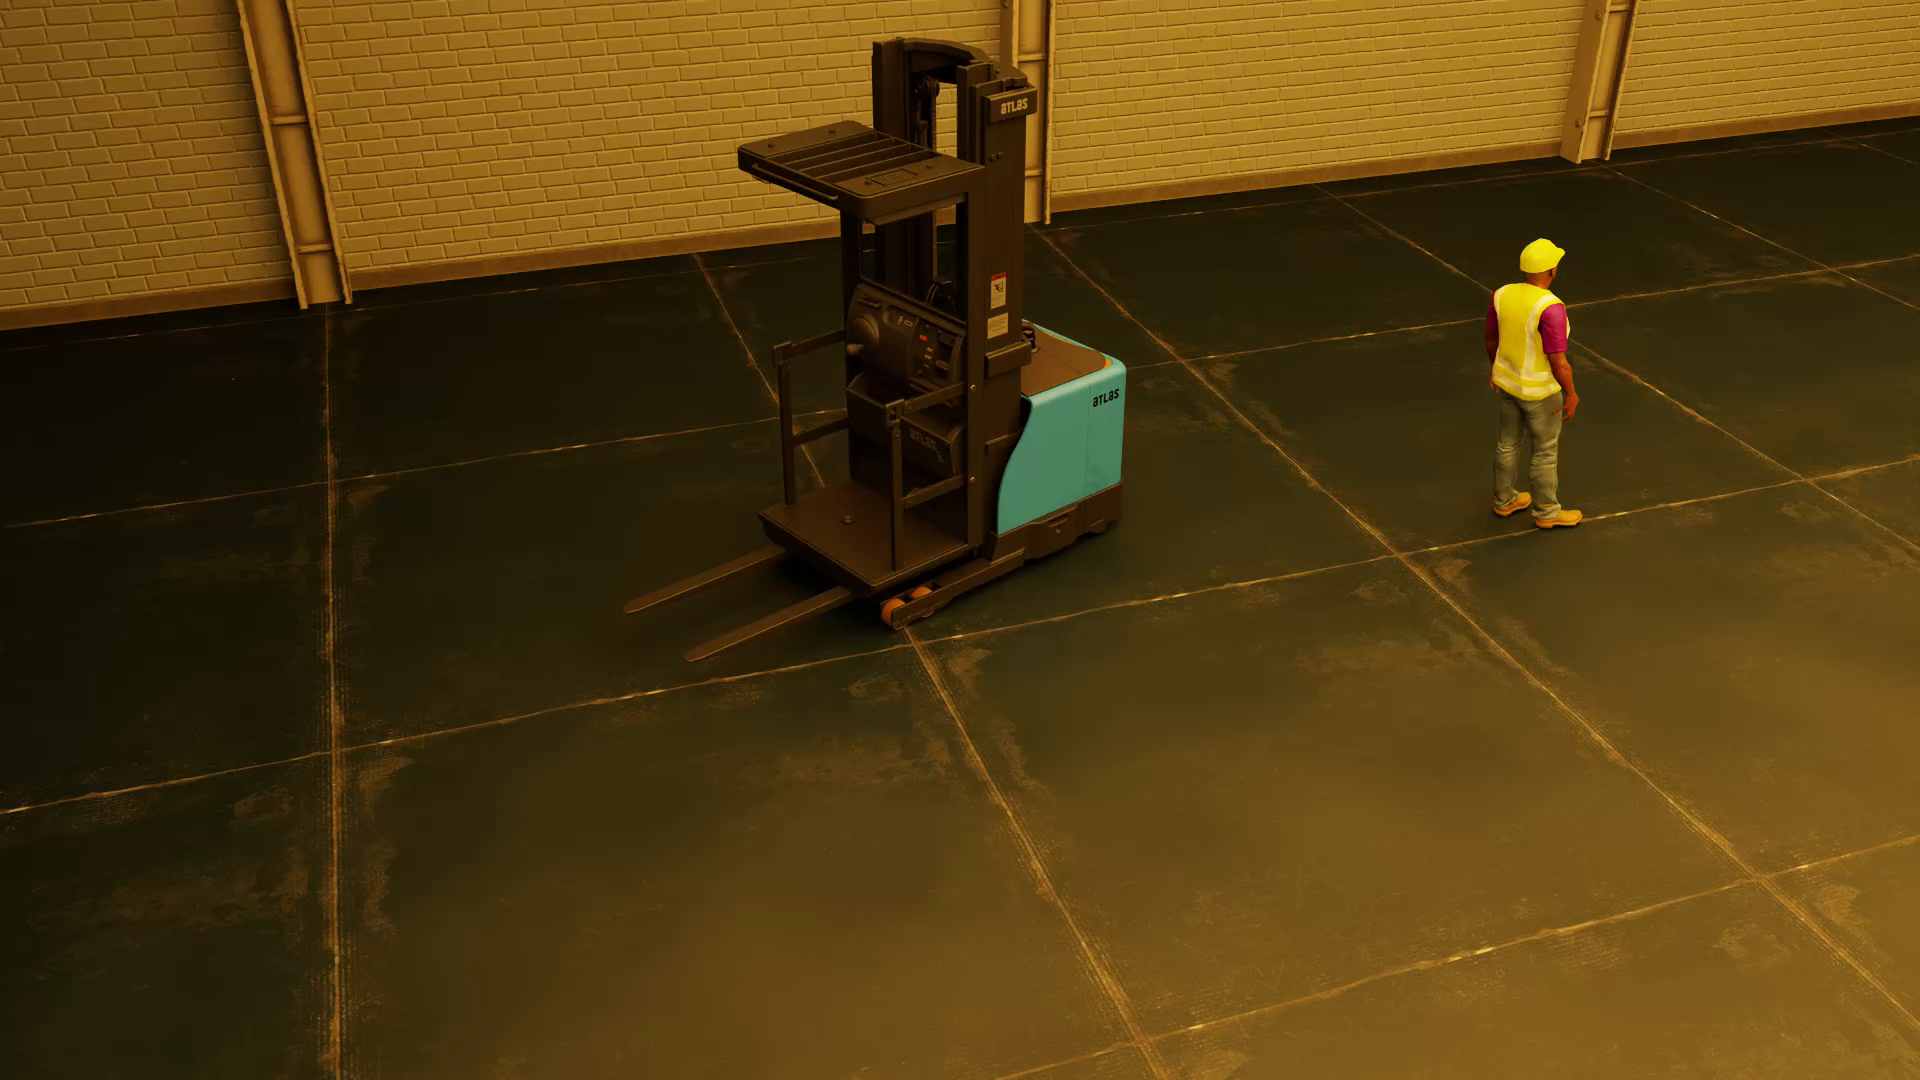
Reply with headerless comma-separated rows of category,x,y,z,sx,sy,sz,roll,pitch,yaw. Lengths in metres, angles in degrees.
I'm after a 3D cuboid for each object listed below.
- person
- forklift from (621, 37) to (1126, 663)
person,3.435,-0.944,9.882,0.577,1.766,0.666,-14,33,-23
forklift,-0.461,-1.072,8.951,3.031,2.935,1.130,-23,37,-34
